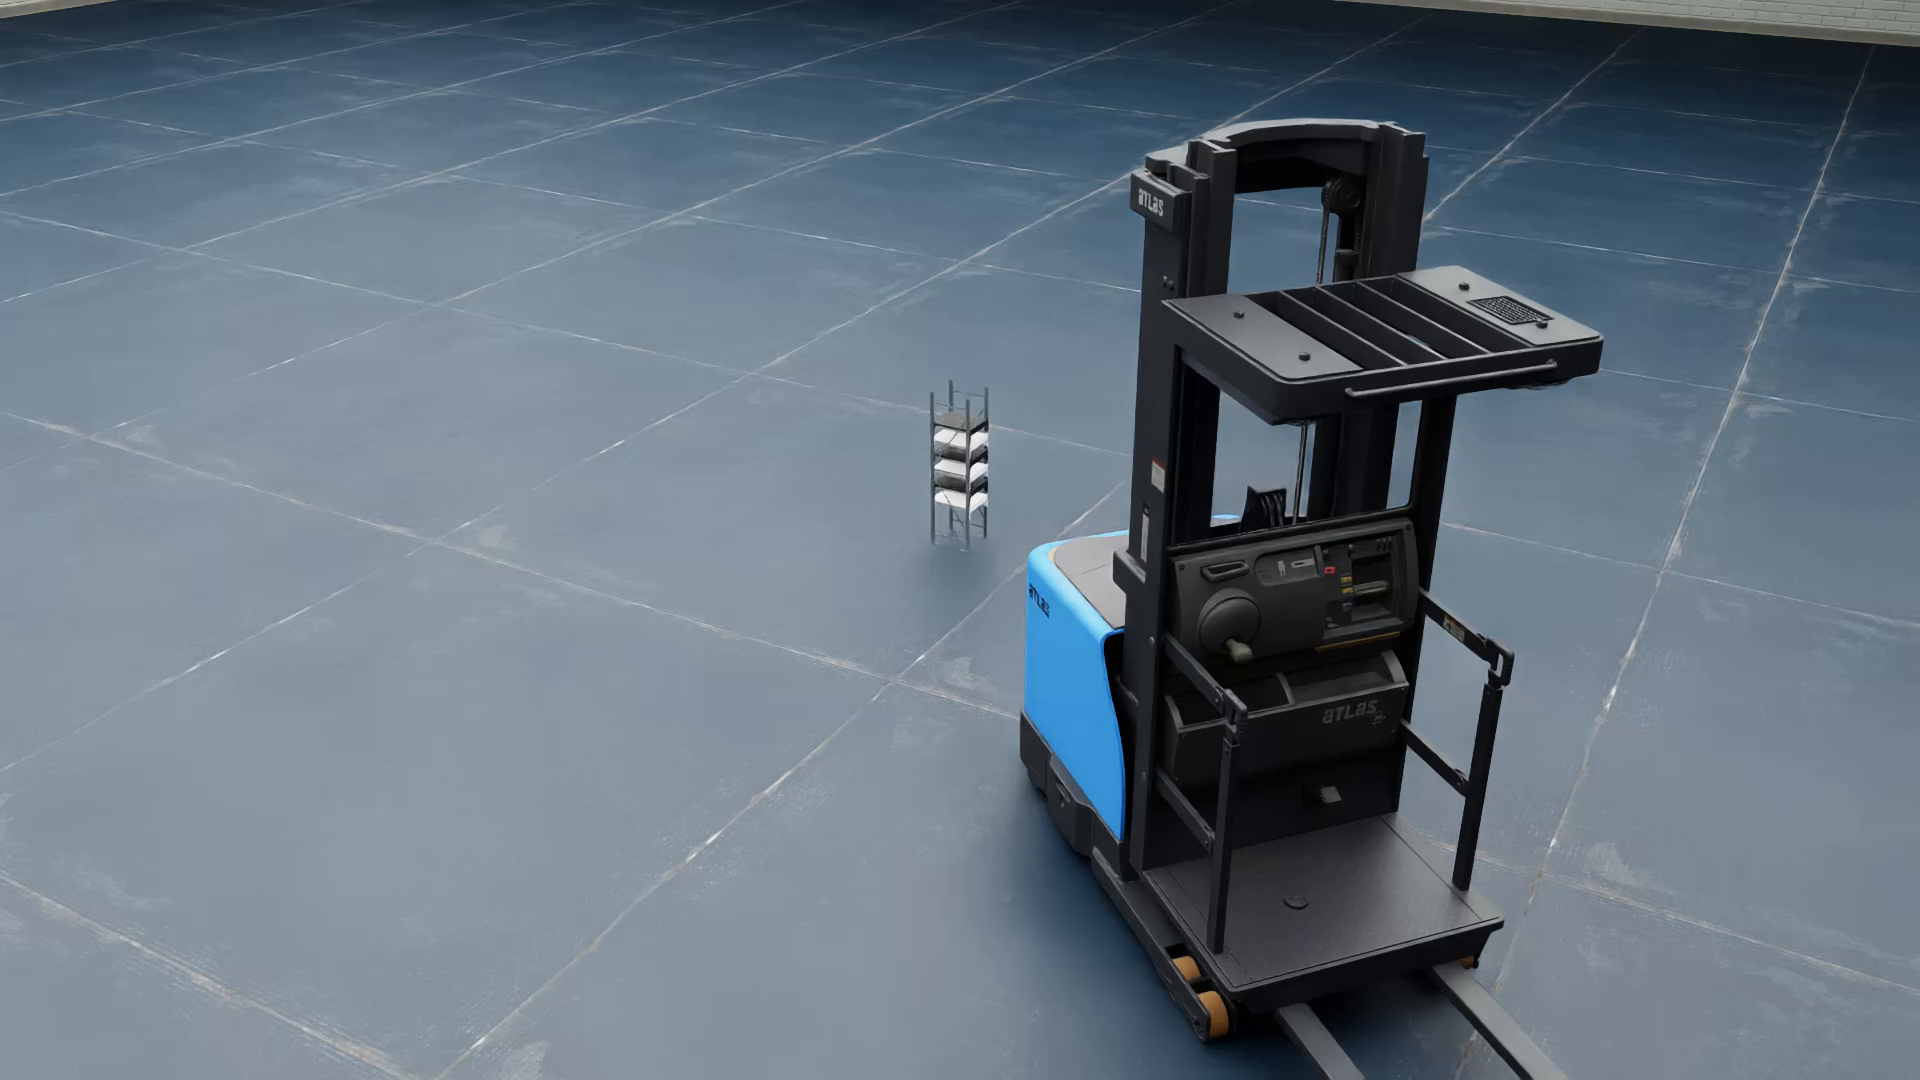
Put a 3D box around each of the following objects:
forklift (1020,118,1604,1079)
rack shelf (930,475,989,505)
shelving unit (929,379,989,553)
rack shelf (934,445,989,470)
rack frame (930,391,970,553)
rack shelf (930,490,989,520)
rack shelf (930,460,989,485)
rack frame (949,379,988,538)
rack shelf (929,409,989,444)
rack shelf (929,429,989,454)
[{"bbox_3d":[1.239,0.217,5.542,1.130,2.935,3.031,-9,28,-18],"label":"forklift"},{"bbox_3d":[-0.004,-0.289,9.097,0.258,0.077,0.200,14,30,26],"label":"rack shelf"},{"bbox_3d":[-0.004,-0.399,9.042,0.258,0.900,0.210,14,30,26],"label":"shelving unit"},{"bbox_3d":[-0.004,-0.450,9.017,0.258,0.077,0.200,14,30,26],"label":"rack shelf"},{"bbox_3d":[-0.054,-0.360,8.963,0.240,0.900,0.006,14,30,26],"label":"rack frame"},{"bbox_3d":[-0.004,-0.208,9.138,0.258,0.077,0.200,14,30,26],"label":"rack shelf"},{"bbox_3d":[-0.004,-0.369,9.057,0.258,0.077,0.200,14,30,26],"label":"rack shelf"},{"bbox_3d":[0.046,-0.439,9.121,0.240,0.900,0.006,14,30,26],"label":"rack frame"},{"bbox_3d":[-0.004,-0.611,8.936,0.258,0.077,0.200,14,30,26],"label":"rack shelf"},{"bbox_3d":[-0.004,-0.530,8.977,0.258,0.077,0.200,14,30,26],"label":"rack shelf"}]
